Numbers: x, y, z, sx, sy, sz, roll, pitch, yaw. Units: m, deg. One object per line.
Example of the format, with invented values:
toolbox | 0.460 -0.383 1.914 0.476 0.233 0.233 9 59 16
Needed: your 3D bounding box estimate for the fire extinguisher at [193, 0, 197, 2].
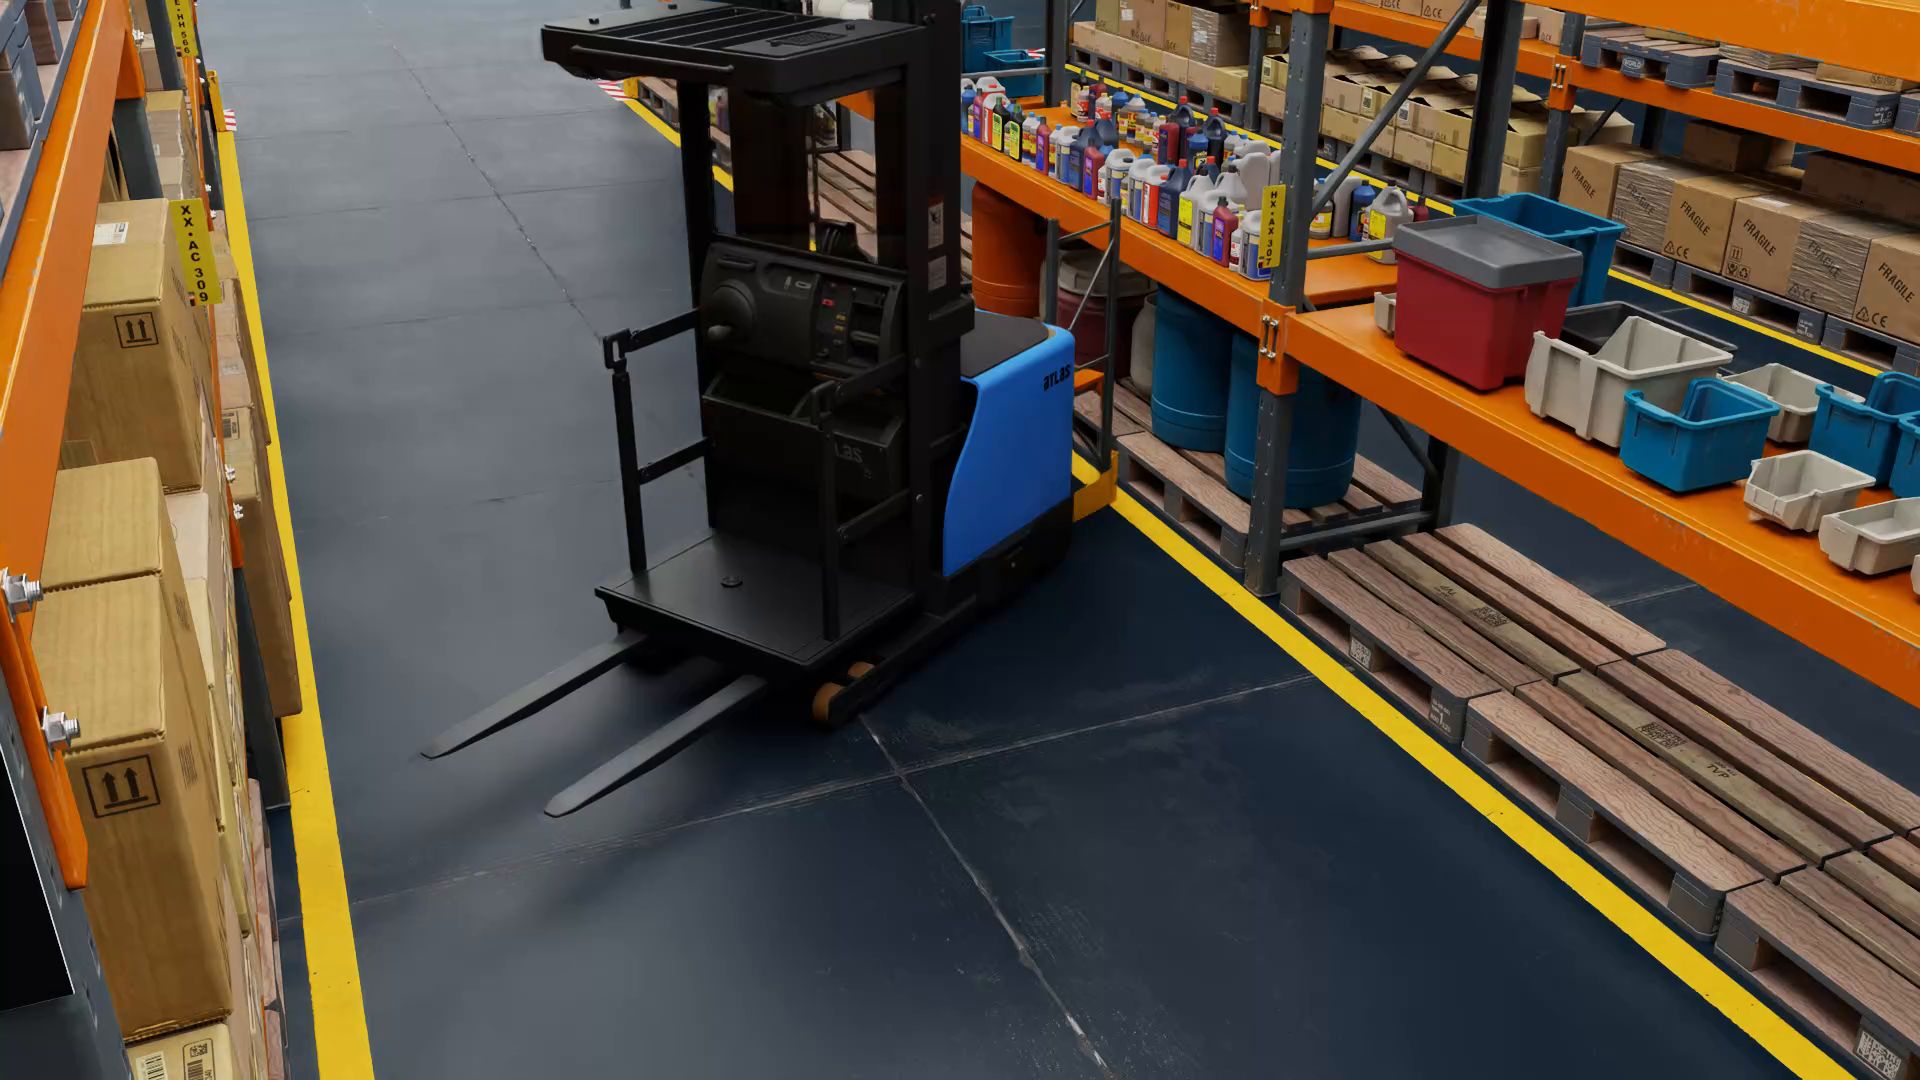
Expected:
fire extinguisher | -7.147 -5.283 15.240 0.296 0.674 0.183 -11 28 -21

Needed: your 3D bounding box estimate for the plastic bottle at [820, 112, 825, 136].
plastic bottle | -1.163 -3.614 14.421 0.097 0.201 0.097 0 26 0

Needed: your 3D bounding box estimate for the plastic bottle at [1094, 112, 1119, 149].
plastic bottle | 0.726 -2.017 8.518 0.144 0.351 0.185 -11 28 -21

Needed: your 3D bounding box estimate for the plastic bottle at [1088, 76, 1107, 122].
plastic bottle | 0.806 -2.578 9.745 0.061 0.283 0.133 -11 28 -21

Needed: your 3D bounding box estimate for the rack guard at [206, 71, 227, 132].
rack guard | -7.496 -4.038 15.452 1.175 0.500 0.348 -11 28 -21

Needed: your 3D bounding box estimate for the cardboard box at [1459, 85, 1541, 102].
cardboard box | 4.378 -3.547 13.613 0.500 0.311 0.500 -11 28 -22

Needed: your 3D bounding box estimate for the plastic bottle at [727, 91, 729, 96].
plastic bottle | -2.037 -3.852 14.815 0.061 0.283 0.133 -11 28 -21

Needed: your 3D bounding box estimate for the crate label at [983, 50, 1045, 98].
crate label | 0.344 -2.973 10.611 0.303 0.233 0.416 -11 28 -21

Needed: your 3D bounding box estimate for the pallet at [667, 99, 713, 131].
pallet | -2.108 -3.947 15.594 1.003 0.211 1.213 -11 28 -21

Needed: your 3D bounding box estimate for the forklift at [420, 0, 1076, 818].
forklift | -0.734 -0.847 6.144 1.130 2.935 3.031 17 31 31

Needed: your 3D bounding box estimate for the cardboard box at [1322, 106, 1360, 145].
cardboard box | 3.492 -3.611 14.382 0.500 0.250 0.500 -11 28 -22

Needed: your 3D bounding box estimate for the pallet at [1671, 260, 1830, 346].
pallet | 5.455 -1.611 10.808 1.003 0.211 1.213 -11 28 -21

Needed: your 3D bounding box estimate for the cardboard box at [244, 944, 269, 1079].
cardboard box | -1.401 0.868 2.840 0.380 0.149 0.250 -11 28 -21

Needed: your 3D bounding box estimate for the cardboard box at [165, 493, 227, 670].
cardboard box | -2.007 0.133 3.890 0.500 0.250 0.500 -10 28 -20

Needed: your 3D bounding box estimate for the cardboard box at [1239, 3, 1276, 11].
cardboard box | 3.061 -5.010 16.393 0.500 0.500 0.500 -11 28 -21

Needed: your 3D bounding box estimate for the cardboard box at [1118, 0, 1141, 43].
cardboard box | 2.001 -5.527 17.452 0.500 0.500 0.500 -11 28 -21

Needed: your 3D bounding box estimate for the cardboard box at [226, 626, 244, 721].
cardboard box | -1.902 0.350 3.900 0.380 0.149 0.250 -11 28 -21

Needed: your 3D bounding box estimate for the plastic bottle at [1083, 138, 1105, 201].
plastic bottle | 0.662 -1.835 8.222 0.061 0.283 0.133 -11 28 -21

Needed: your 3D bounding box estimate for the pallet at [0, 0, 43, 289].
pallet | -1.560 -0.339 1.708 1.003 0.211 1.213 -11 28 -21

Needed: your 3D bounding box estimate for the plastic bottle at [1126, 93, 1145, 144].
plastic bottle | 0.987 -2.366 9.324 0.097 0.271 0.097 0 26 0

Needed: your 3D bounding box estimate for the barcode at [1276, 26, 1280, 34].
barcode | 2.874 -4.610 15.025 0.001 0.075 0.075 -11 28 -21

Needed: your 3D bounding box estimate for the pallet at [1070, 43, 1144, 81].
pallet | 1.929 -5.338 18.443 1.003 0.211 1.213 -11 28 -21

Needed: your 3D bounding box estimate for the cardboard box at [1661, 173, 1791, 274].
cardboard box | 5.041 -2.091 10.962 0.500 0.500 0.500 -11 28 -21

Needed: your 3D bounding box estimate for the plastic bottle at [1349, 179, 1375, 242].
plastic bottle | 1.828 -1.499 7.548 0.097 0.271 0.097 0 26 0

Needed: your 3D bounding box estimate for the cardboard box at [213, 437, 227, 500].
cardboard box | -2.406 -0.168 4.962 0.380 0.149 0.250 -10 28 -20

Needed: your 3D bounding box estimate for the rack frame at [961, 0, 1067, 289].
rack frame | 0.164 -2.814 10.094 1.000 3.000 0.127 -11 28 -21

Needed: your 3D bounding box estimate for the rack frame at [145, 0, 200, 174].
rack frame | -4.393 -1.963 8.351 1.000 3.000 0.127 -11 28 -21

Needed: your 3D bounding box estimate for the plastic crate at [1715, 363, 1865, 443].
plastic crate | 2.689 -0.456 5.498 0.293 0.136 0.466 -11 28 -21

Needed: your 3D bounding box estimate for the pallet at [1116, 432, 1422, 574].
pallet | 1.467 -0.265 8.051 1.003 0.211 1.213 -11 28 -21

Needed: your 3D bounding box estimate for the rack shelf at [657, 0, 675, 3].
rack shelf | -2.185 -4.913 15.213 1.077 0.370 4.000 -11 28 -21

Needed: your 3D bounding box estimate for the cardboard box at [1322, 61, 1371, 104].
cardboard box | 3.281 -4.071 14.685 0.500 0.311 0.500 -11 28 -21

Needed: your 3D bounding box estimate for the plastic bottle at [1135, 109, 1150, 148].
plastic bottle | 1.025 -2.295 9.258 0.097 0.201 0.097 0 26 0

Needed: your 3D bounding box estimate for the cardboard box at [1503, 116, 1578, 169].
cardboard box | 4.292 -3.038 12.569 0.500 0.311 0.500 -10 28 -19

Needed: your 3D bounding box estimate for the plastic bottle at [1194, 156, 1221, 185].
plastic bottle | 1.130 -1.591 7.646 0.144 0.351 0.185 -11 28 -21

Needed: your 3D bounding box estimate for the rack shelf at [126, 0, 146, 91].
rack shelf | -3.610 -2.180 6.197 1.077 0.370 4.000 -11 28 -21

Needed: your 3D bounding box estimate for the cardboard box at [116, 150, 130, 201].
cardboard box | -3.342 -1.379 5.899 0.797 0.503 0.637 -10 28 -20

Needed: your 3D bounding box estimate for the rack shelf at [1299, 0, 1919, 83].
rack shelf | 2.514 -1.416 4.633 1.077 0.370 4.000 -11 28 -21

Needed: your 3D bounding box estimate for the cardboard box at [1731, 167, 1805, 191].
cardboard box | 5.508 -2.192 11.167 0.500 0.500 0.500 -12 28 -22

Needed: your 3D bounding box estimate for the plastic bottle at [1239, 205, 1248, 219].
plastic bottle | 1.244 -1.390 7.404 0.097 0.201 0.097 0 26 0

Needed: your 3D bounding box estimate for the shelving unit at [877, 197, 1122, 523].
shelving unit | 0.176 -0.929 7.944 1.083 1.500 0.587 21 33 36

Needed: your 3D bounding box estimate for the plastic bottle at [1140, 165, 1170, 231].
plastic bottle | 0.939 -1.598 7.745 0.152 0.276 0.135 -11 28 -21

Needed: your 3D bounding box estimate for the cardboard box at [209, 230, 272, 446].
cardboard box | -4.142 -0.915 8.147 1.225 0.875 0.875 -12 28 -23

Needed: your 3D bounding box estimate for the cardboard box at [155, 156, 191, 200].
cardboard box | -3.377 -1.234 6.745 0.500 0.500 0.500 -10 28 -20

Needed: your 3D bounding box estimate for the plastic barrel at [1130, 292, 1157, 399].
plastic barrel | 1.117 -1.021 8.780 0.421 0.512 0.421 0 26 0

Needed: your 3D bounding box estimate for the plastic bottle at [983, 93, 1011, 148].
plastic bottle | 0.218 -2.341 9.267 0.152 0.276 0.135 -11 28 -21

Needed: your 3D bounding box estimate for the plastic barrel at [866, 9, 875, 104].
plastic barrel | -0.296 -3.010 10.341 0.600 0.536 0.708 -11 28 -21

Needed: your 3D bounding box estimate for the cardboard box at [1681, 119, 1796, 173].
cardboard box | 5.332 -2.716 11.386 0.500 0.250 0.500 -9 28 -19

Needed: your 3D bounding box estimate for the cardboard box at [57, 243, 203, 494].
cardboard box | -2.208 -0.409 4.145 0.500 0.500 0.500 -10 28 -20

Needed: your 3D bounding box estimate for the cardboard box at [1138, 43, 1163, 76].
cardboard box | 2.182 -4.986 17.198 0.500 0.250 0.500 -11 28 -21

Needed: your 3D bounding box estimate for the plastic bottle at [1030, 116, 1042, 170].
plastic bottle | 0.419 -2.101 8.781 0.097 0.271 0.097 0 26 0

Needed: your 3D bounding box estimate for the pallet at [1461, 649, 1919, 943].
pallet | 2.536 0.838 5.794 1.003 0.211 1.213 -11 28 -21

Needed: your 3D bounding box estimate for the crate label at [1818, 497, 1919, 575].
crate label | 2.580 -0.018 4.601 0.396 0.136 0.243 -11 28 -21

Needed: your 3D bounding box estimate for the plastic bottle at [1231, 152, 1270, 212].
plastic bottle | 1.398 -1.743 8.043 0.152 0.276 0.135 -11 28 -21

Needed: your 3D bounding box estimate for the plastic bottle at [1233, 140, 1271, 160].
plastic bottle | 1.447 -1.863 8.288 0.152 0.276 0.135 -11 28 -21

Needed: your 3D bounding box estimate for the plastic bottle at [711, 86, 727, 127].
plastic bottle | -2.121 -3.854 14.743 0.144 0.351 0.185 -11 28 -21

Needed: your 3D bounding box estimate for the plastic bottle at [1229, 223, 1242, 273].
plastic bottle | 1.209 -1.255 7.129 0.097 0.201 0.097 0 26 0

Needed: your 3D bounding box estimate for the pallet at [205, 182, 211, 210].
pallet | -6.255 -2.590 12.813 1.003 0.211 1.213 -11 28 -21

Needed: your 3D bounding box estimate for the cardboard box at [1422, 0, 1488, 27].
cardboard box | 4.052 -4.383 13.194 0.500 0.500 0.500 -12 29 -23
